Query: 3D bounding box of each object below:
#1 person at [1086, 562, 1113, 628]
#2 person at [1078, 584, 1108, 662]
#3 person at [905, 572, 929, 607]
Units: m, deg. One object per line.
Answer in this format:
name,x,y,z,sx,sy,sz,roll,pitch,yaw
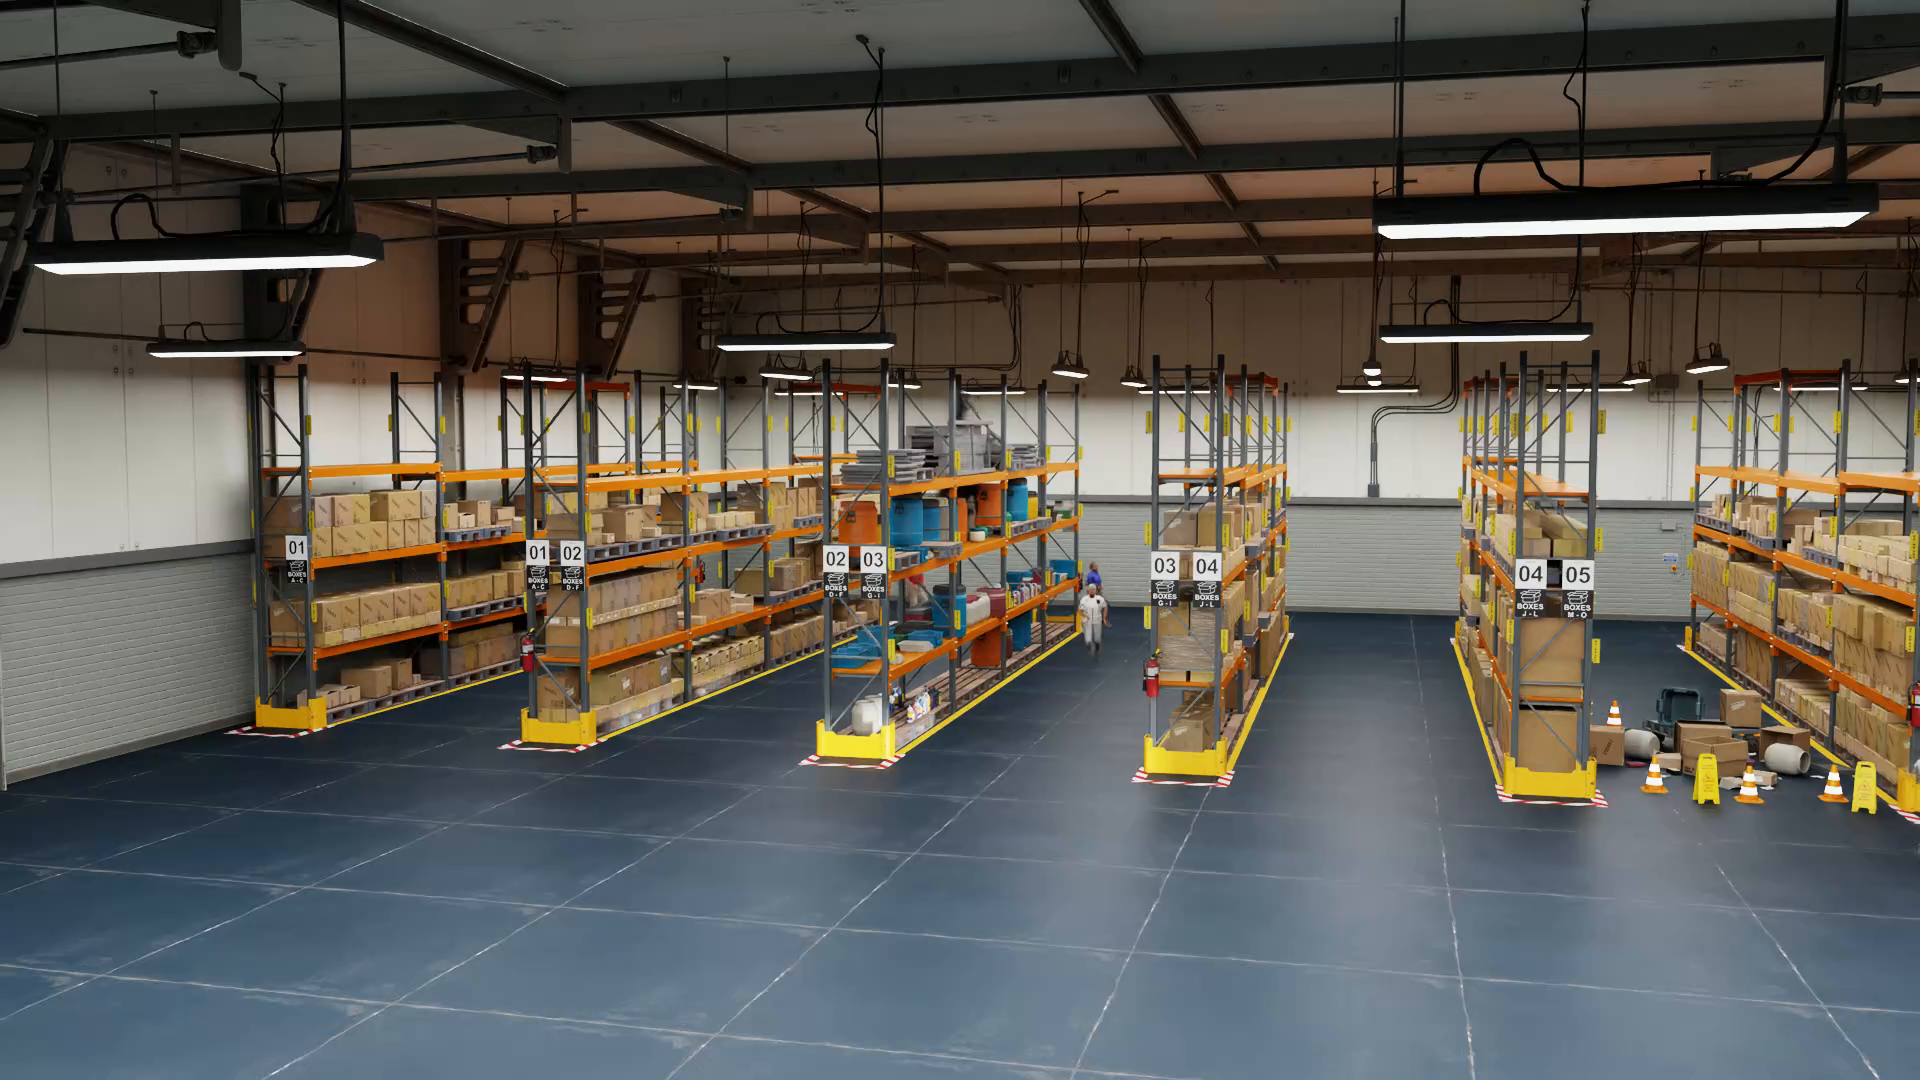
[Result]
person,3.311,1.361,41.214,0.879,1.628,0.620,3,5,36
person,2.724,1.709,34.081,0.600,1.624,0.534,0,4,6
person,-1.096,1.254,42.080,0.676,1.699,0.594,-3,5,-40
